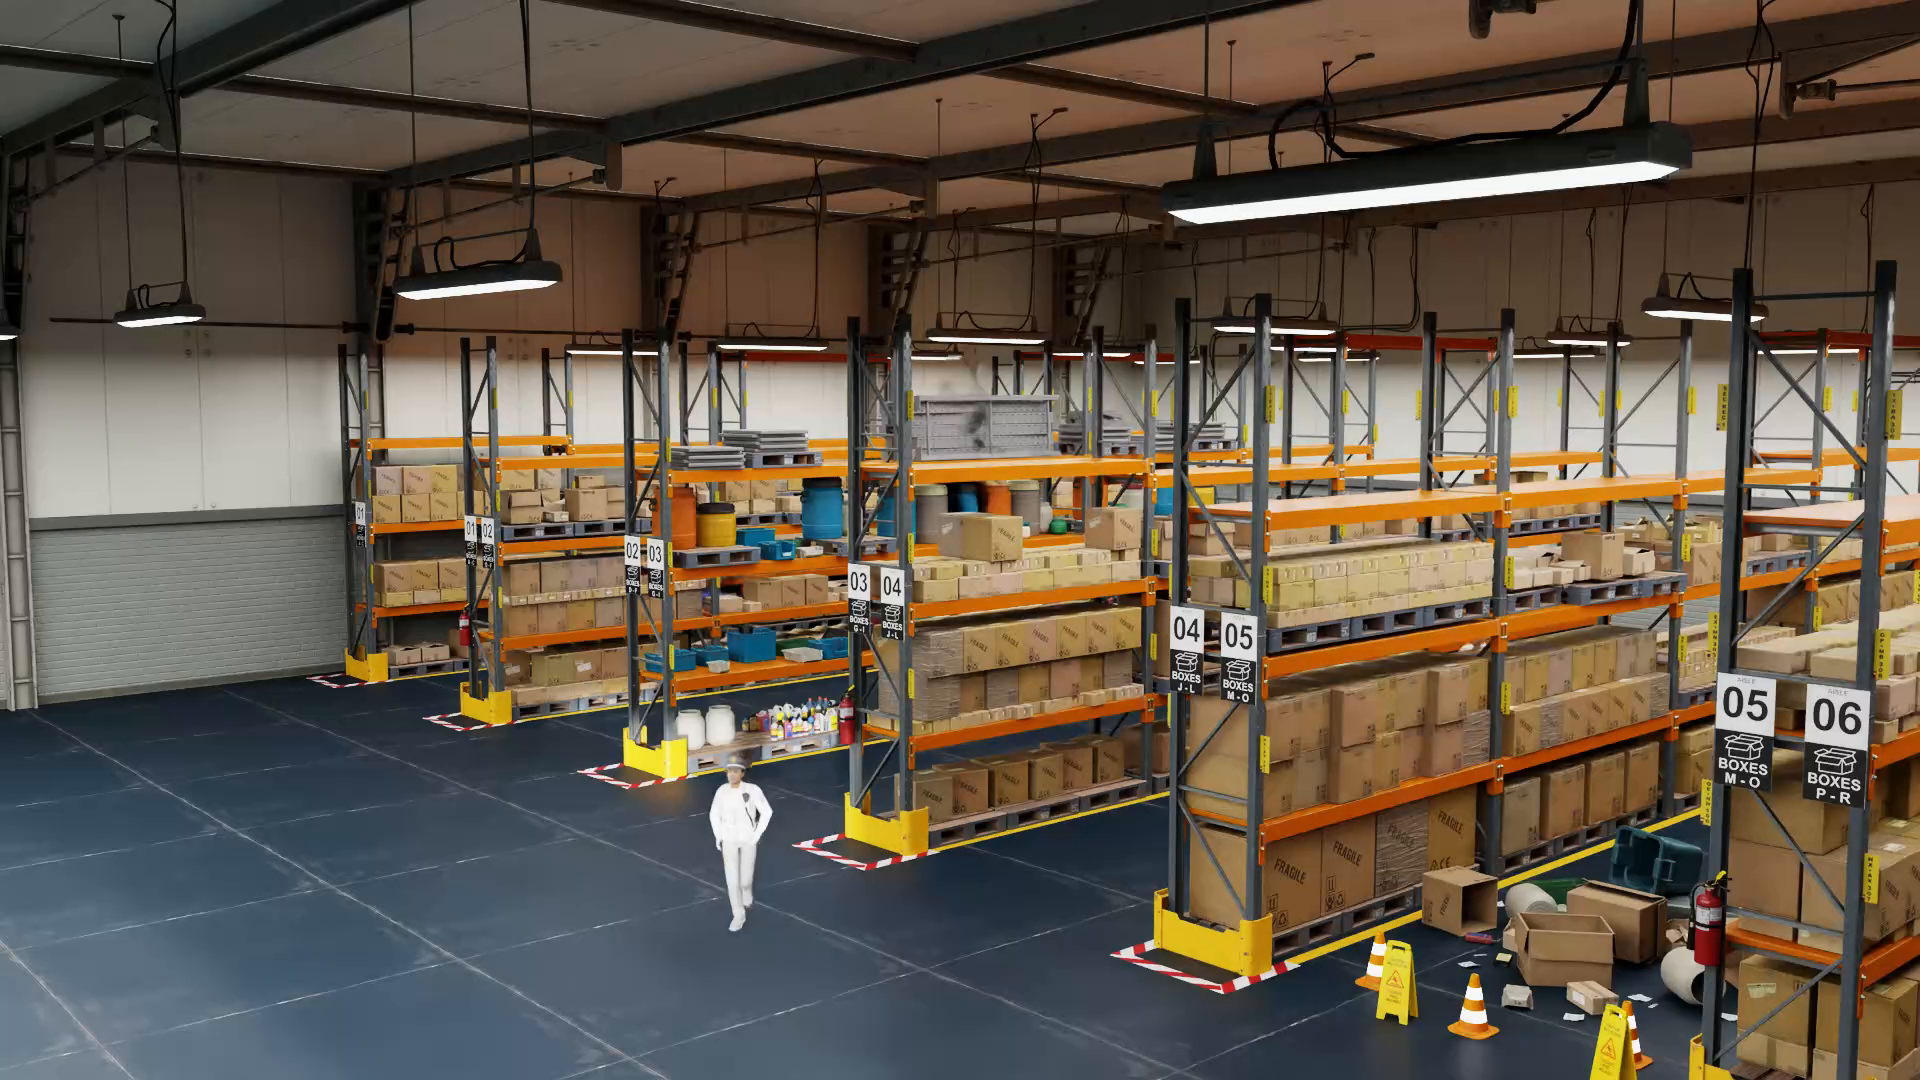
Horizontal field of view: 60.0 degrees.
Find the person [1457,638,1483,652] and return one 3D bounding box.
[{"bbox_3d":[7.432,2.163,24.049,1.098,1.765,0.691,-4,7,-40],"label":"person"}]

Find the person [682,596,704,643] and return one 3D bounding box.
[{"bbox_3d":[-4.970,1.563,31.113,0.587,1.615,0.859,5,7,44],"label":"person"}]

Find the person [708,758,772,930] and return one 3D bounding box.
[{"bbox_3d":[-2.133,2.910,16.056,0.619,1.667,0.506,0,5,4],"label":"person"}]
